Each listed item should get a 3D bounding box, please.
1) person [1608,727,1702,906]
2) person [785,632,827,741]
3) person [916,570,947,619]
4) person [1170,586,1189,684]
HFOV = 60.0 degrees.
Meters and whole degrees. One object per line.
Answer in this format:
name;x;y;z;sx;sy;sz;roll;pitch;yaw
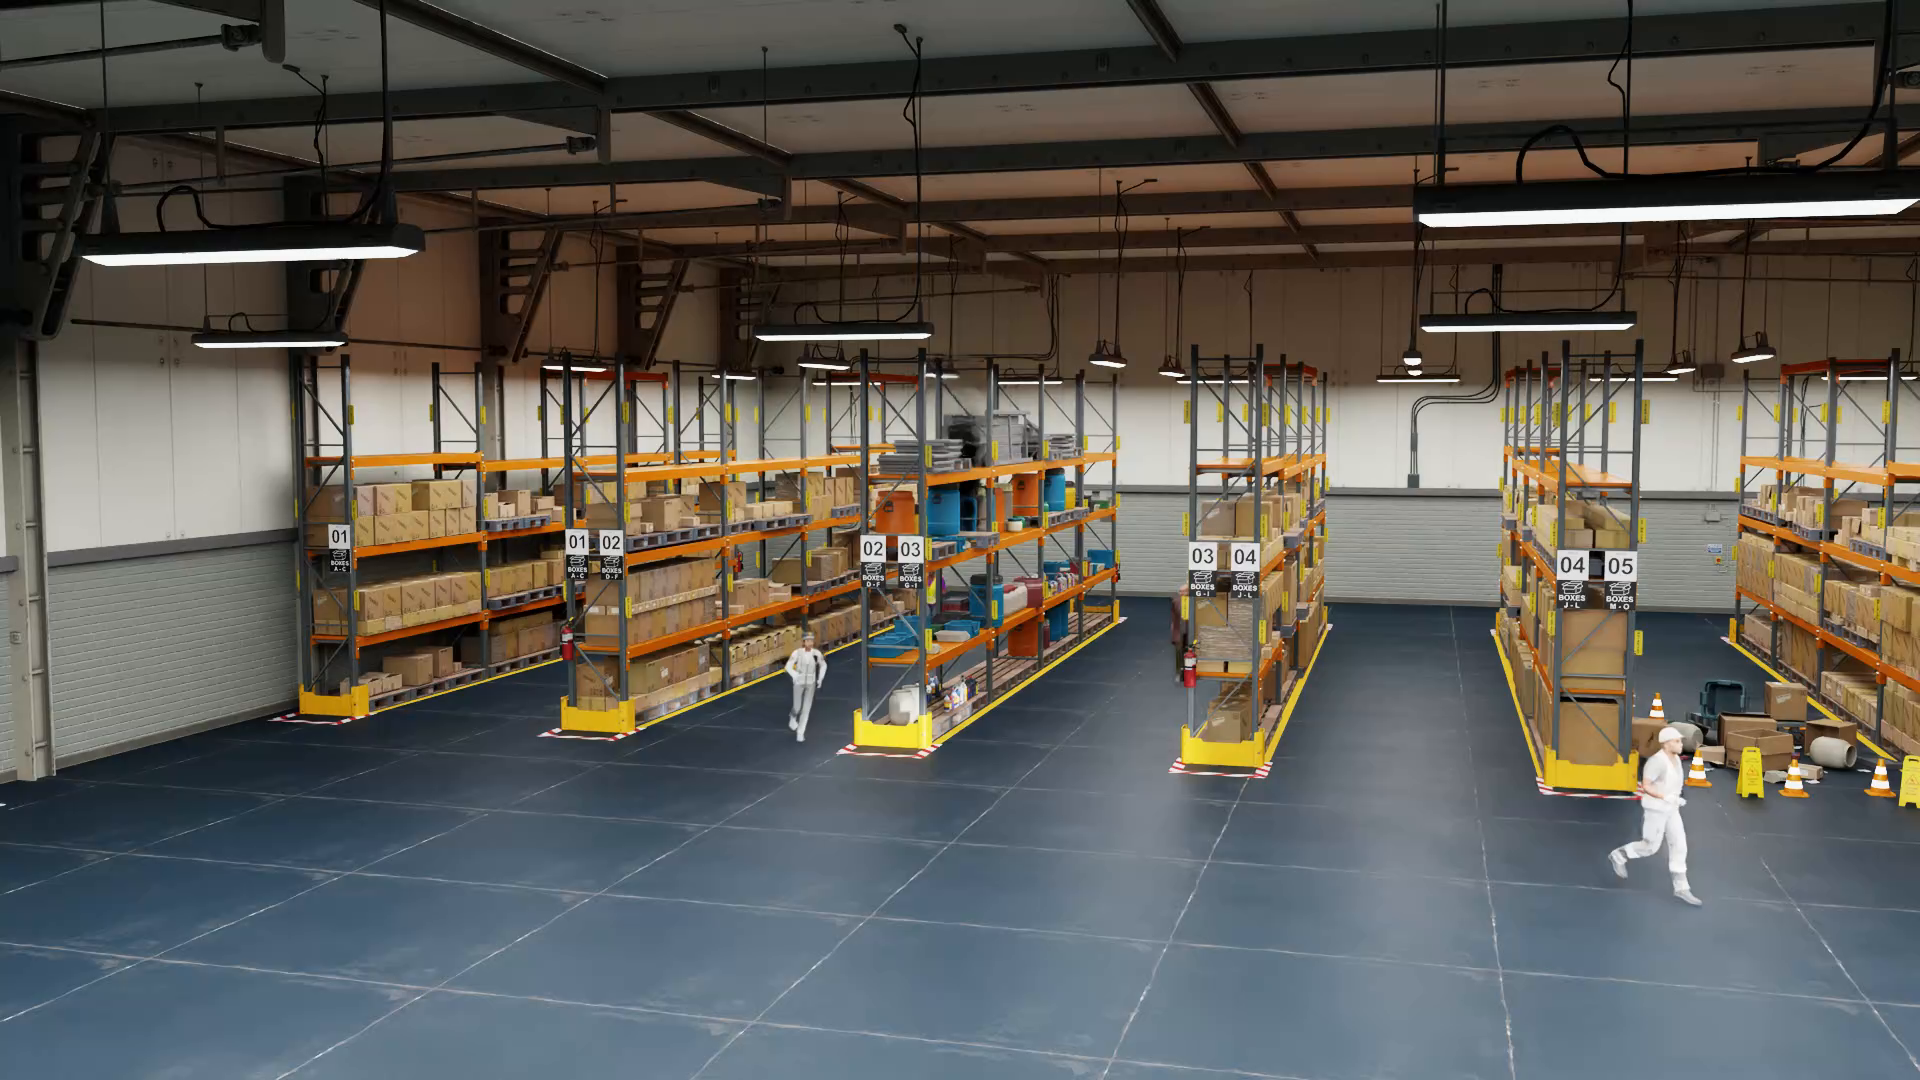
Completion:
person;7.265;2.815;17.302;0.685;1.775;1.030;-4;6;-40
person;-2.388;2.253;25.880;0.665;1.693;0.705;-1;4;-14
person;-0.640;1.407;36.218;0.701;1.768;0.827;1;4;11
person;4.264;1.757;31.404;0.686;1.803;0.988;1;5;19
